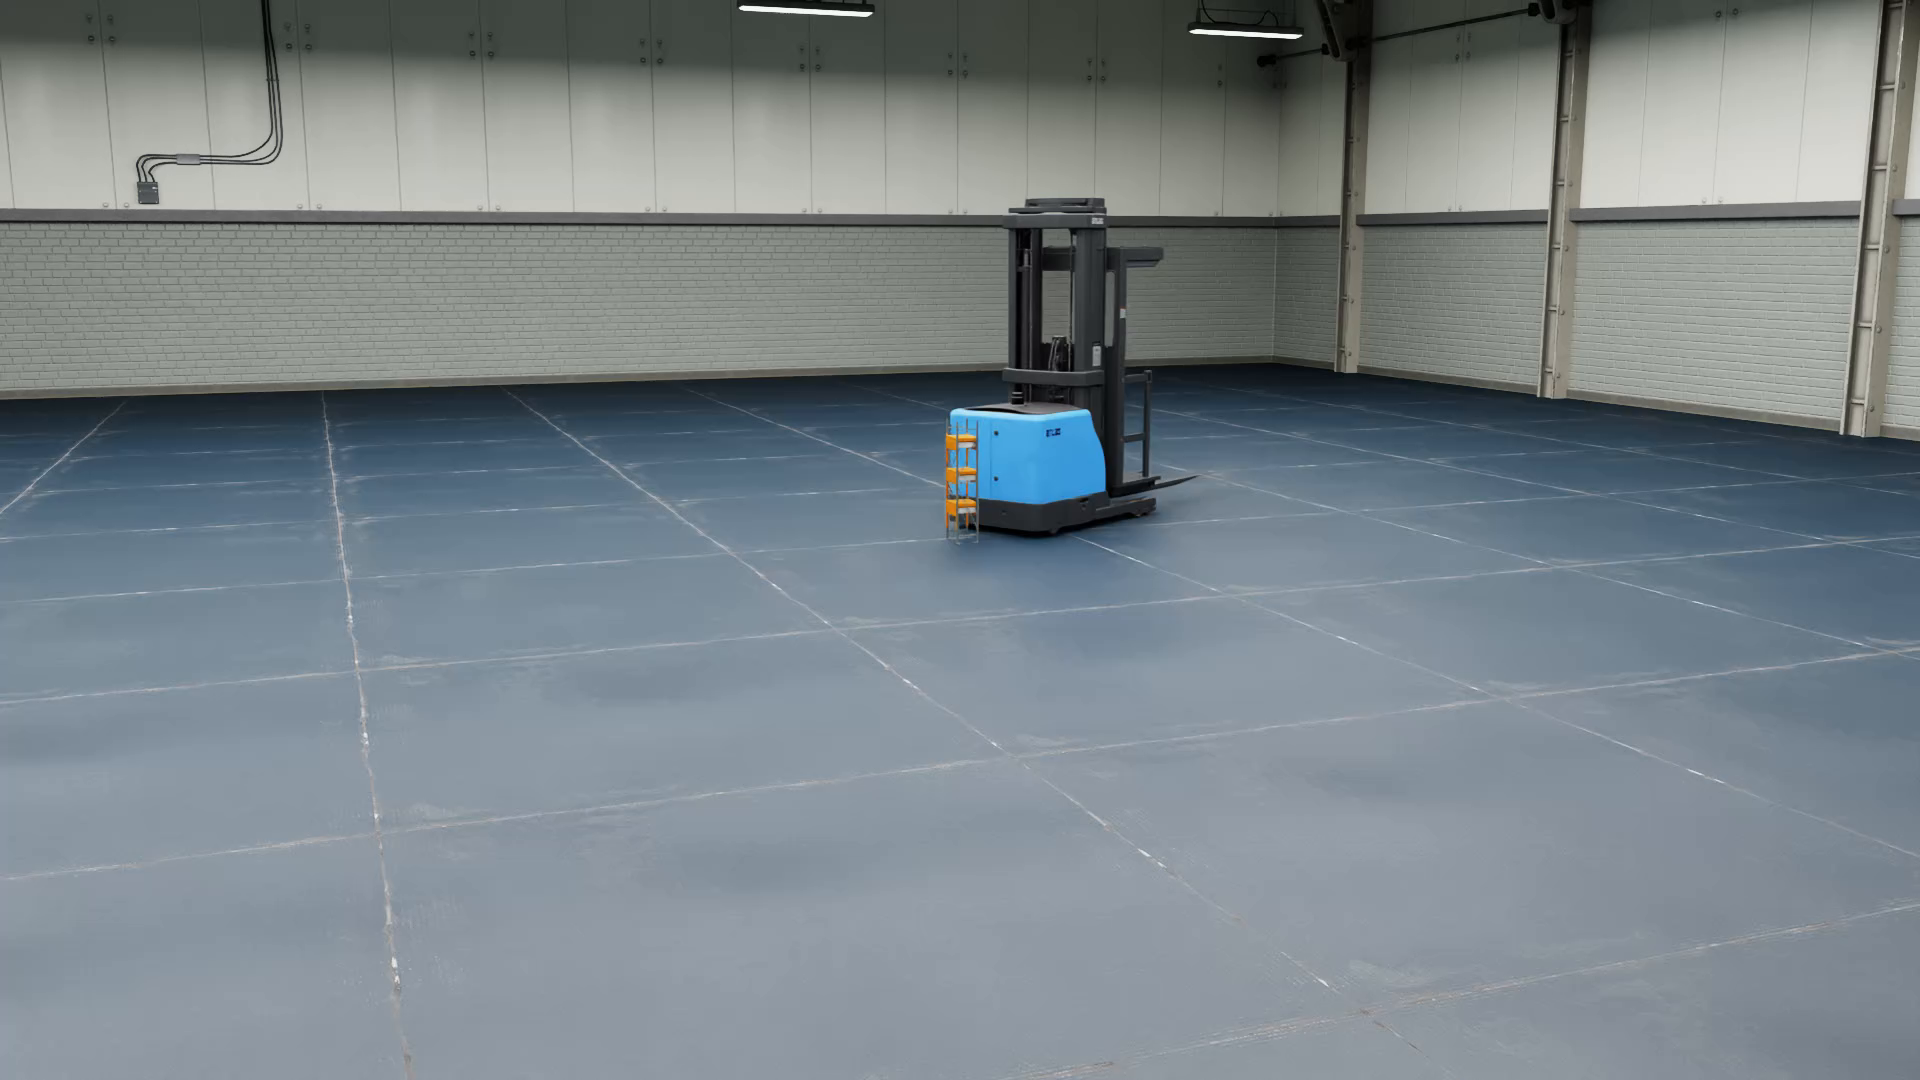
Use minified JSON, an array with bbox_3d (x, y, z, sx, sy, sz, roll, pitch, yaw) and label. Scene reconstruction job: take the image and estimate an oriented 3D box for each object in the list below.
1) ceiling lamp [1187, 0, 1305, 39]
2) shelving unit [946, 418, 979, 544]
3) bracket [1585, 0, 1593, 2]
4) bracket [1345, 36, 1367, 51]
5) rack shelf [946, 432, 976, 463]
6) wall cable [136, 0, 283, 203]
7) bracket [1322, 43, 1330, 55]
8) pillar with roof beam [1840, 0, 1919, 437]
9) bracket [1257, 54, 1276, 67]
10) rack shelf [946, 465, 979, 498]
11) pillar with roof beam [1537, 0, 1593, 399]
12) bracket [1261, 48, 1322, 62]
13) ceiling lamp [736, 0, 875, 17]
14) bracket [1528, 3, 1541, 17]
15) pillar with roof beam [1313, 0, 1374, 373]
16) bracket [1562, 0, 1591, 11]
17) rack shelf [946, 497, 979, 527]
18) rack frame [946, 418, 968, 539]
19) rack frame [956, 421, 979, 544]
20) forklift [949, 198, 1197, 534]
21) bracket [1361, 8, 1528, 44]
[{"bbox_3d":[4.519,-9.725,26.731,2.000,3.185,0.800,-4,11,-21],"label":"ceiling lamp"},{"bbox_3d":[0.019,-0.508,14.279,0.215,1.050,0.252,-4,11,-21],"label":"shelving unit"},{"bbox_3d":[10.670,-8.079,23.865,0.076,0.066,4.783,-4,11,-21],"label":"bracket"},{"bbox_3d":[7.562,-9.479,31.735,0.235,0.232,0.430,-4,11,-21],"label":"bracket"},{"bbox_3d":[0.019,-0.777,14.231,0.215,0.259,0.240,-4,11,-21],"label":"rack shelf"},{"bbox_3d":[-12.598,-8.637,27.569,2.305,6.003,0.169,-4,11,-21],"label":"wall cable"},{"bbox_3d":[7.261,-9.614,32.497,0.235,0.232,0.430,-4,11,-21],"label":"bracket"},{"bbox_3d":[8.078,-5.565,20.010,9.100,9.000,0.400,-4,11,-21],"label":"pillar with roof beam"},{"bbox_3d":[6.402,-10.001,34.672,0.235,0.232,0.430,-4,11,-21],"label":"bracket"},{"bbox_3d":[0.019,-0.498,14.281,0.215,0.259,0.240,-4,11,-21],"label":"rack shelf"},{"bbox_3d":[5.904,-6.544,25.516,9.100,9.000,0.548,-4,11,-21],"label":"pillar with roof beam"},{"bbox_3d":[6.616,-9.905,34.130,0.076,0.066,3.189,-4,11,-21],"label":"bracket"},{"bbox_3d":[-2.322,-9.259,24.112,2.000,3.185,0.800,-4,11,-21],"label":"ceiling lamp"},{"bbox_3d":[9.435,-8.635,26.991,0.235,0.232,0.430,-4,11,-21],"label":"bracket"},{"bbox_3d":[3.730,-7.524,31.022,9.100,9.000,0.548,-4,11,-21],"label":"pillar with roof beam"},{"bbox_3d":[9.736,-8.499,26.229,0.235,0.232,0.430,-4,11,-21],"label":"bracket"},{"bbox_3d":[0.019,-0.224,14.330,0.215,0.259,0.240,-4,11,-21],"label":"rack shelf"},{"bbox_3d":[-0.025,-0.528,14.391,0.200,1.050,0.008,-4,11,-21],"label":"rack frame"},{"bbox_3d":[0.064,-0.488,14.167,0.200,1.050,0.008,-4,11,-21],"label":"rack frame"},{"bbox_3d":[1.203,-1.702,15.618,1.130,2.935,3.031,8,13,38],"label":"forklift"},{"bbox_3d":[8.495,-9.058,29.371,0.076,0.066,4.783,-4,11,-21],"label":"bracket"}]
